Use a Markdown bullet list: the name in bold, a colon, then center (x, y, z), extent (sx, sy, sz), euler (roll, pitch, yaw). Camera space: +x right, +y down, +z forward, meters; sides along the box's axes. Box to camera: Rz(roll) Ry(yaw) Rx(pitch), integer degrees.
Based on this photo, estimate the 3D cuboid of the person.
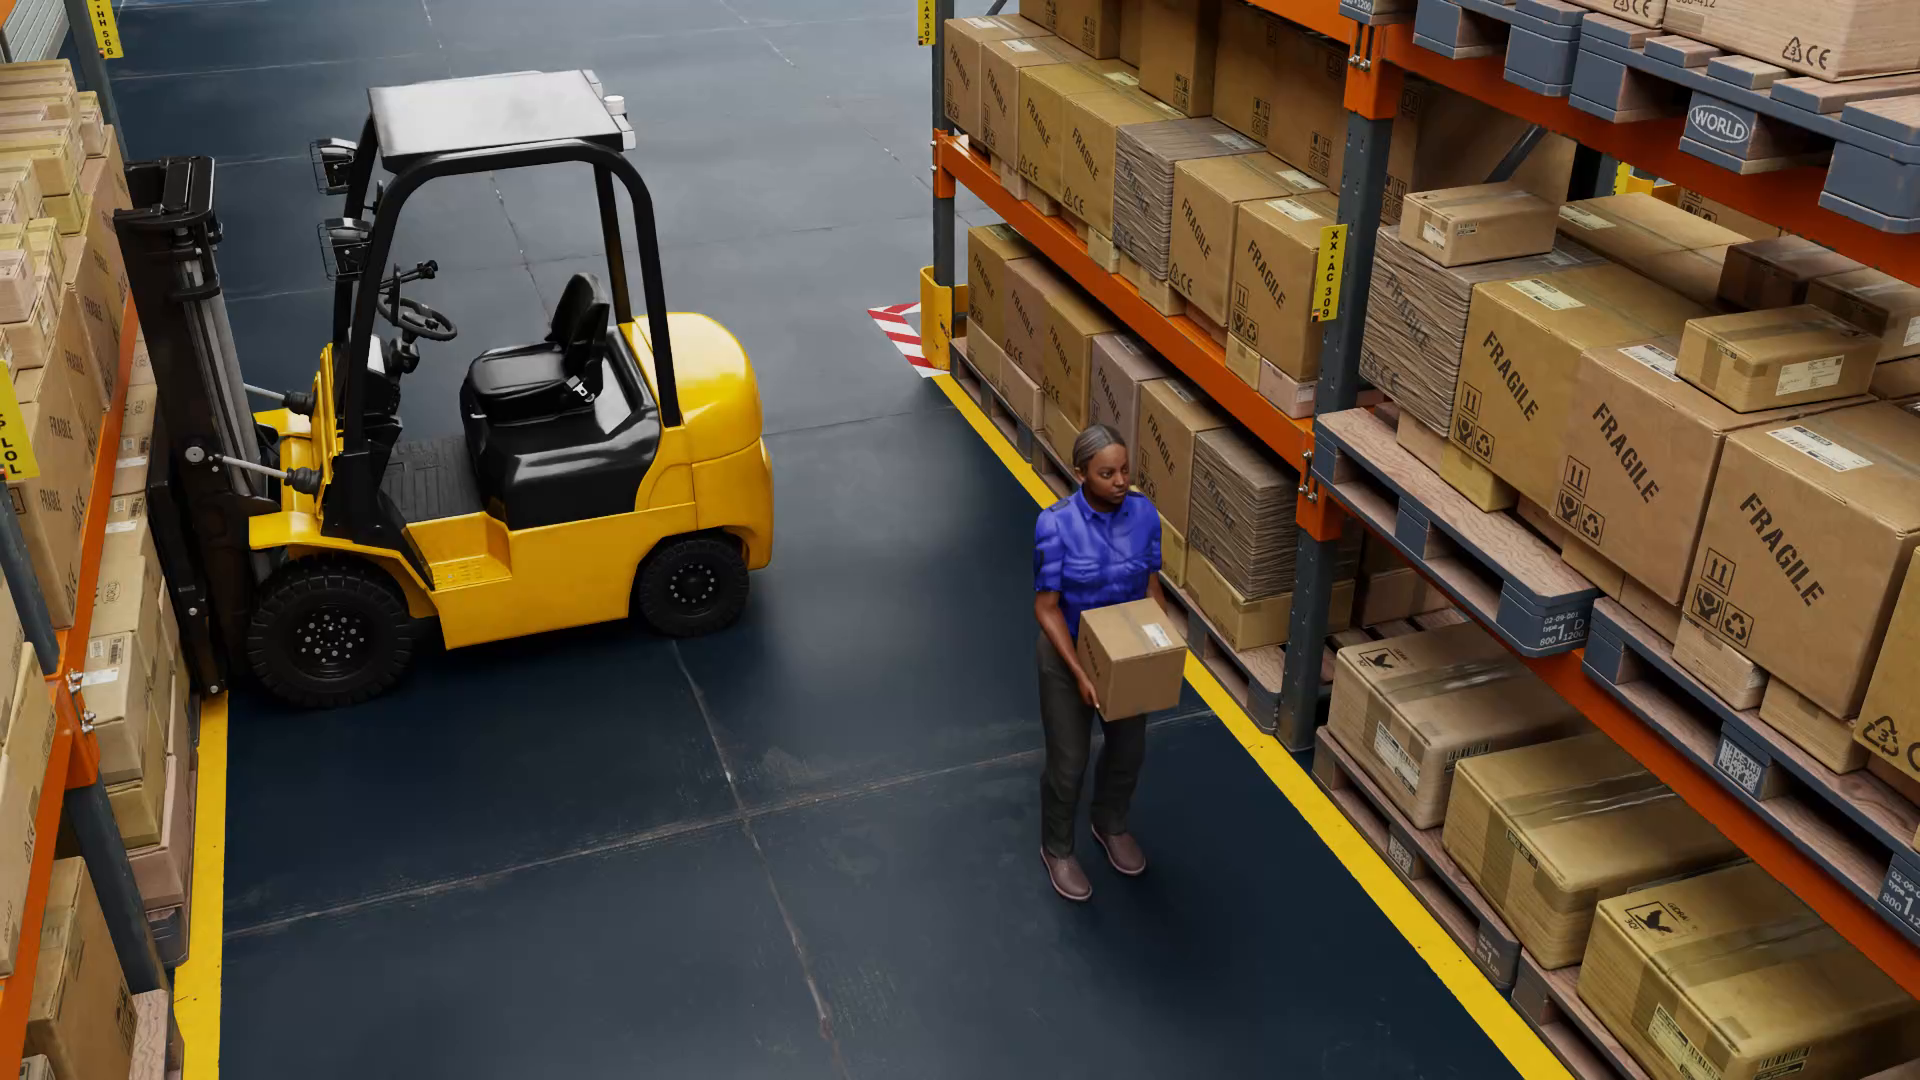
- **person**: center (0.464, 0.434, 5.394), extent (0.451, 1.650, 0.512), euler (-10, 32, -17)
